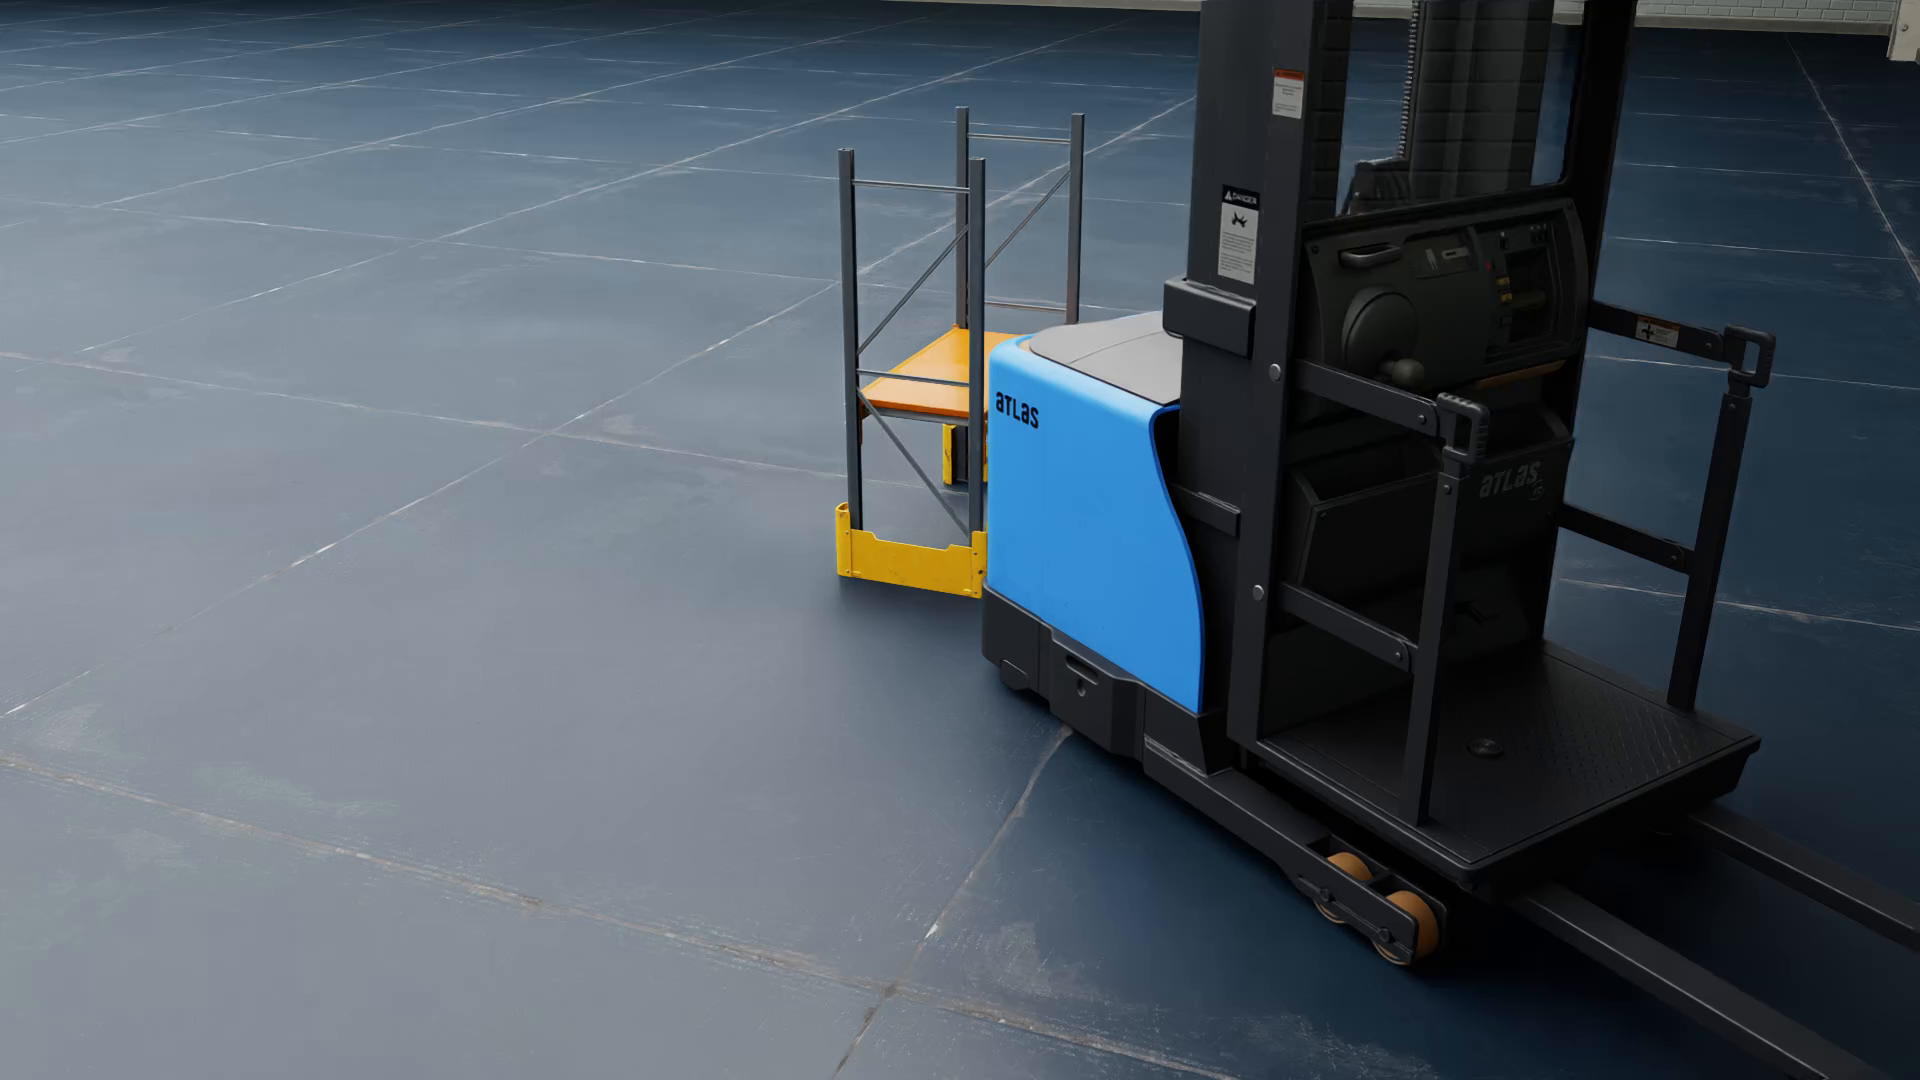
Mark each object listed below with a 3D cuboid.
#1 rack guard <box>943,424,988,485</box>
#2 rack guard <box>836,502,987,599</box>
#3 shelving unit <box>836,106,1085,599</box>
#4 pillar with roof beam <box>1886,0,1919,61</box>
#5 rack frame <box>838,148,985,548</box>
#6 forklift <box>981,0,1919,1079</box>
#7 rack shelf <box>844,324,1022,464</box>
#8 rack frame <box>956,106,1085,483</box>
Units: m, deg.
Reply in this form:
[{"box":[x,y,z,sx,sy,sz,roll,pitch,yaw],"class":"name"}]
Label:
[{"box":[0.213,-0.321,6.694,0.587,0.250,0.087,9,24,20],"class":"rack guard"},{"box":[-0.157,0.036,5.840,0.587,0.250,0.087,9,24,20],"class":"rack guard"},{"box":[0.028,-0.719,6.026,0.587,1.500,1.083,9,24,20],"class":"shelving unit"},{"box":[7.529,-10.655,20.084,9.100,9.000,0.400,9,24,20],"class":"pillar with roof beam"},{"box":[-0.157,-0.541,5.599,0.500,1.500,0.032,9,24,20],"class":"rack frame"},{"box":[1.297,-0.571,3.815,1.130,2.935,3.031,-14,27,-30],"class":"forklift"},{"box":[0.032,-0.557,6.103,0.538,0.185,1.000,9,24,20],"class":"rack shelf"},{"box":[0.221,-0.904,6.470,0.500,1.500,0.032,9,24,20],"class":"rack frame"}]
